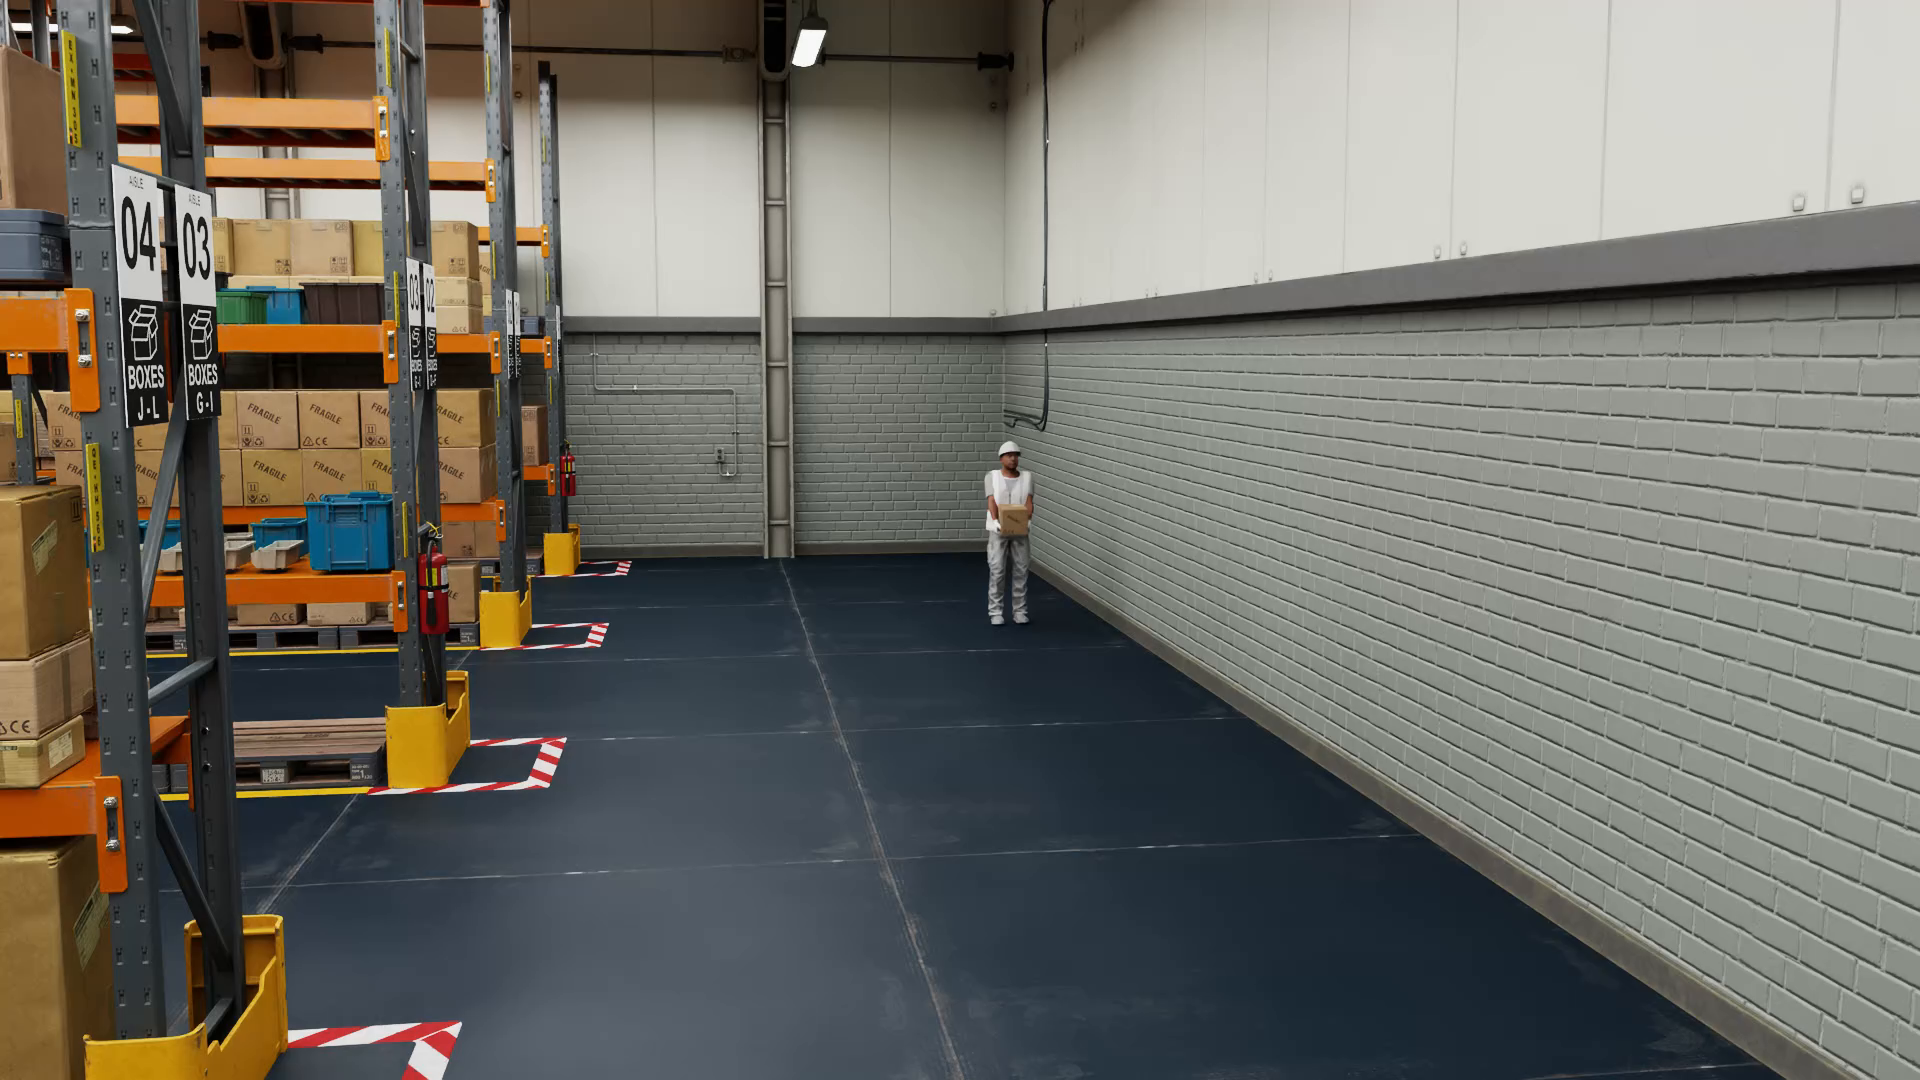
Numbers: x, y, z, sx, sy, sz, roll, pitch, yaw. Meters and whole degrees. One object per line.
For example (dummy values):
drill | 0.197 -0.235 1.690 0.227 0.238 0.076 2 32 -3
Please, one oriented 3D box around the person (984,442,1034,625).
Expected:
person | 0.499 -0.062 16.192 0.488 1.778 0.583 -1 6 -8
